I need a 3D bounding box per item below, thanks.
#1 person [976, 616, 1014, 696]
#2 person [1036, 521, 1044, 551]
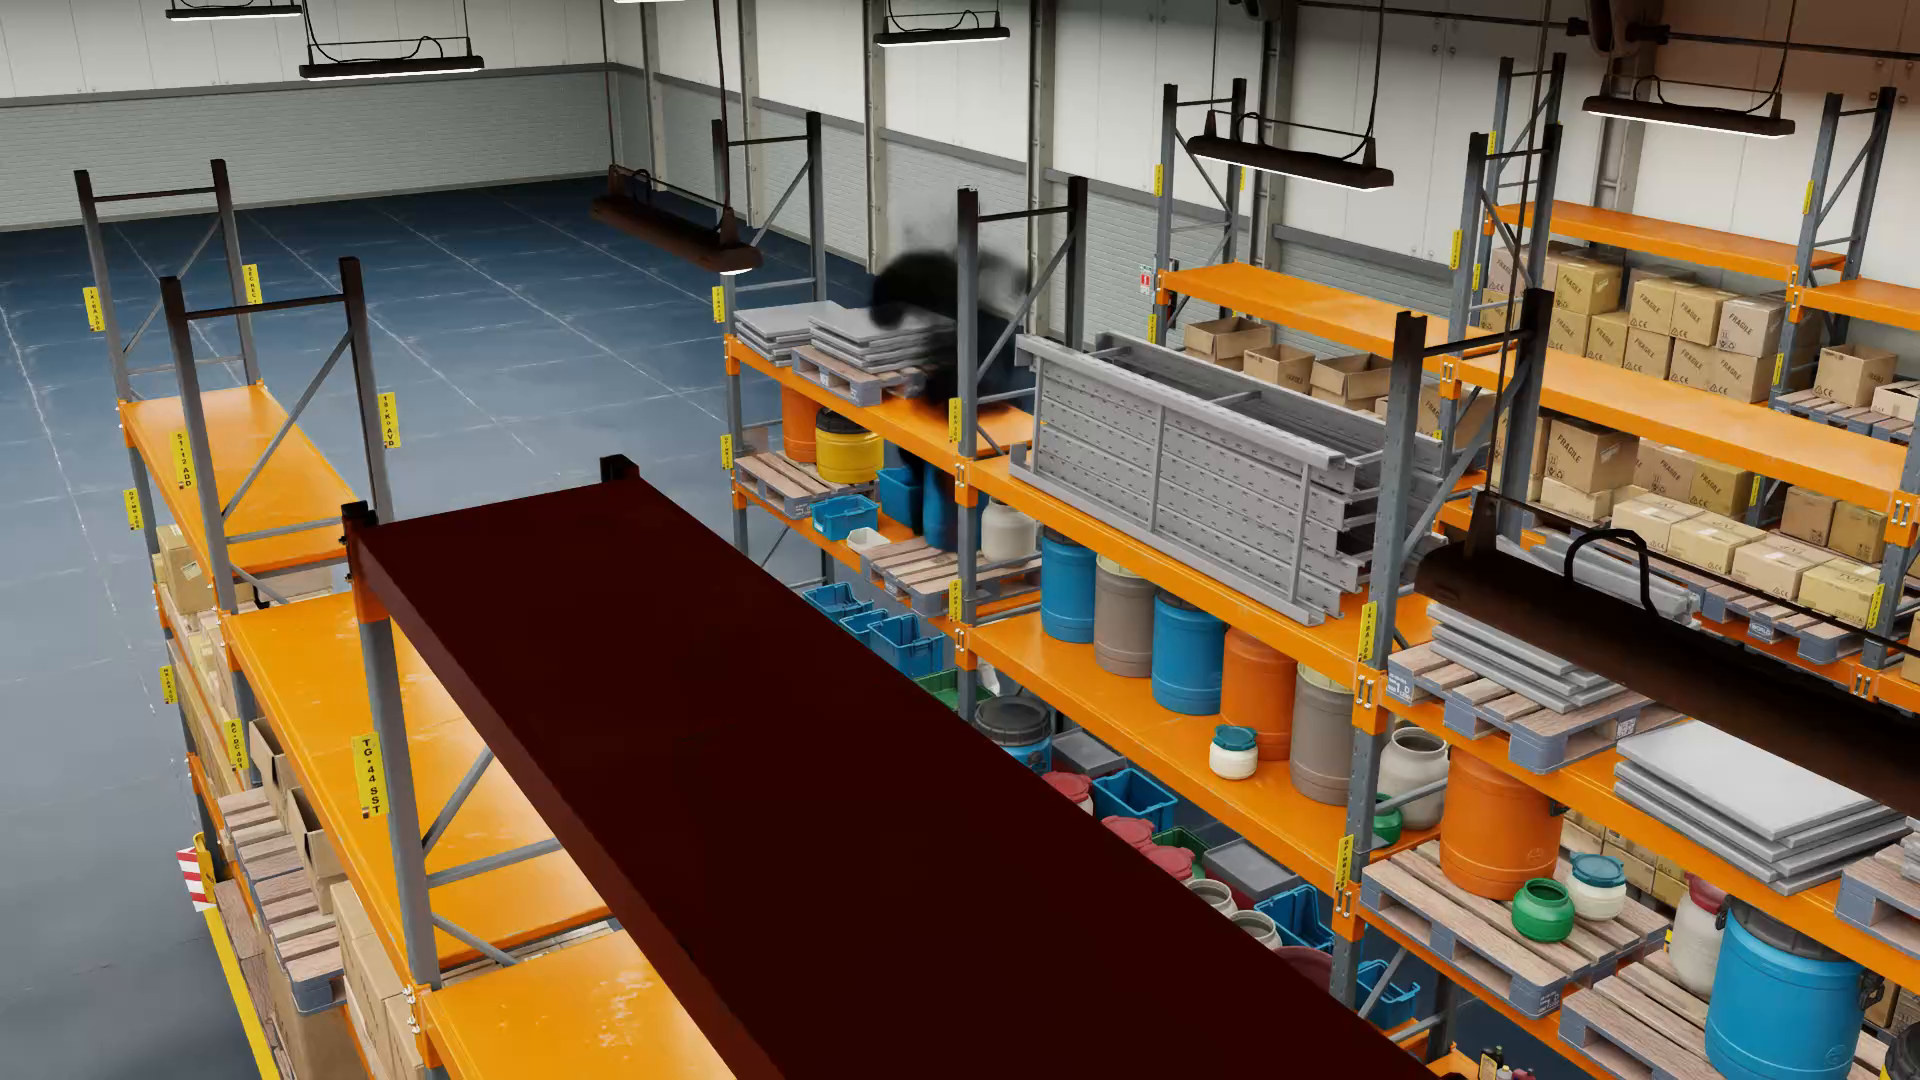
[{"bbox_3d":[0.204,0.864,16.103,0.641,1.837,0.690,-19,29,-39],"label":"person"},{"bbox_3d":[1.120,-0.396,20.064,0.706,1.796,0.660,-1,22,-2],"label":"person"}]
